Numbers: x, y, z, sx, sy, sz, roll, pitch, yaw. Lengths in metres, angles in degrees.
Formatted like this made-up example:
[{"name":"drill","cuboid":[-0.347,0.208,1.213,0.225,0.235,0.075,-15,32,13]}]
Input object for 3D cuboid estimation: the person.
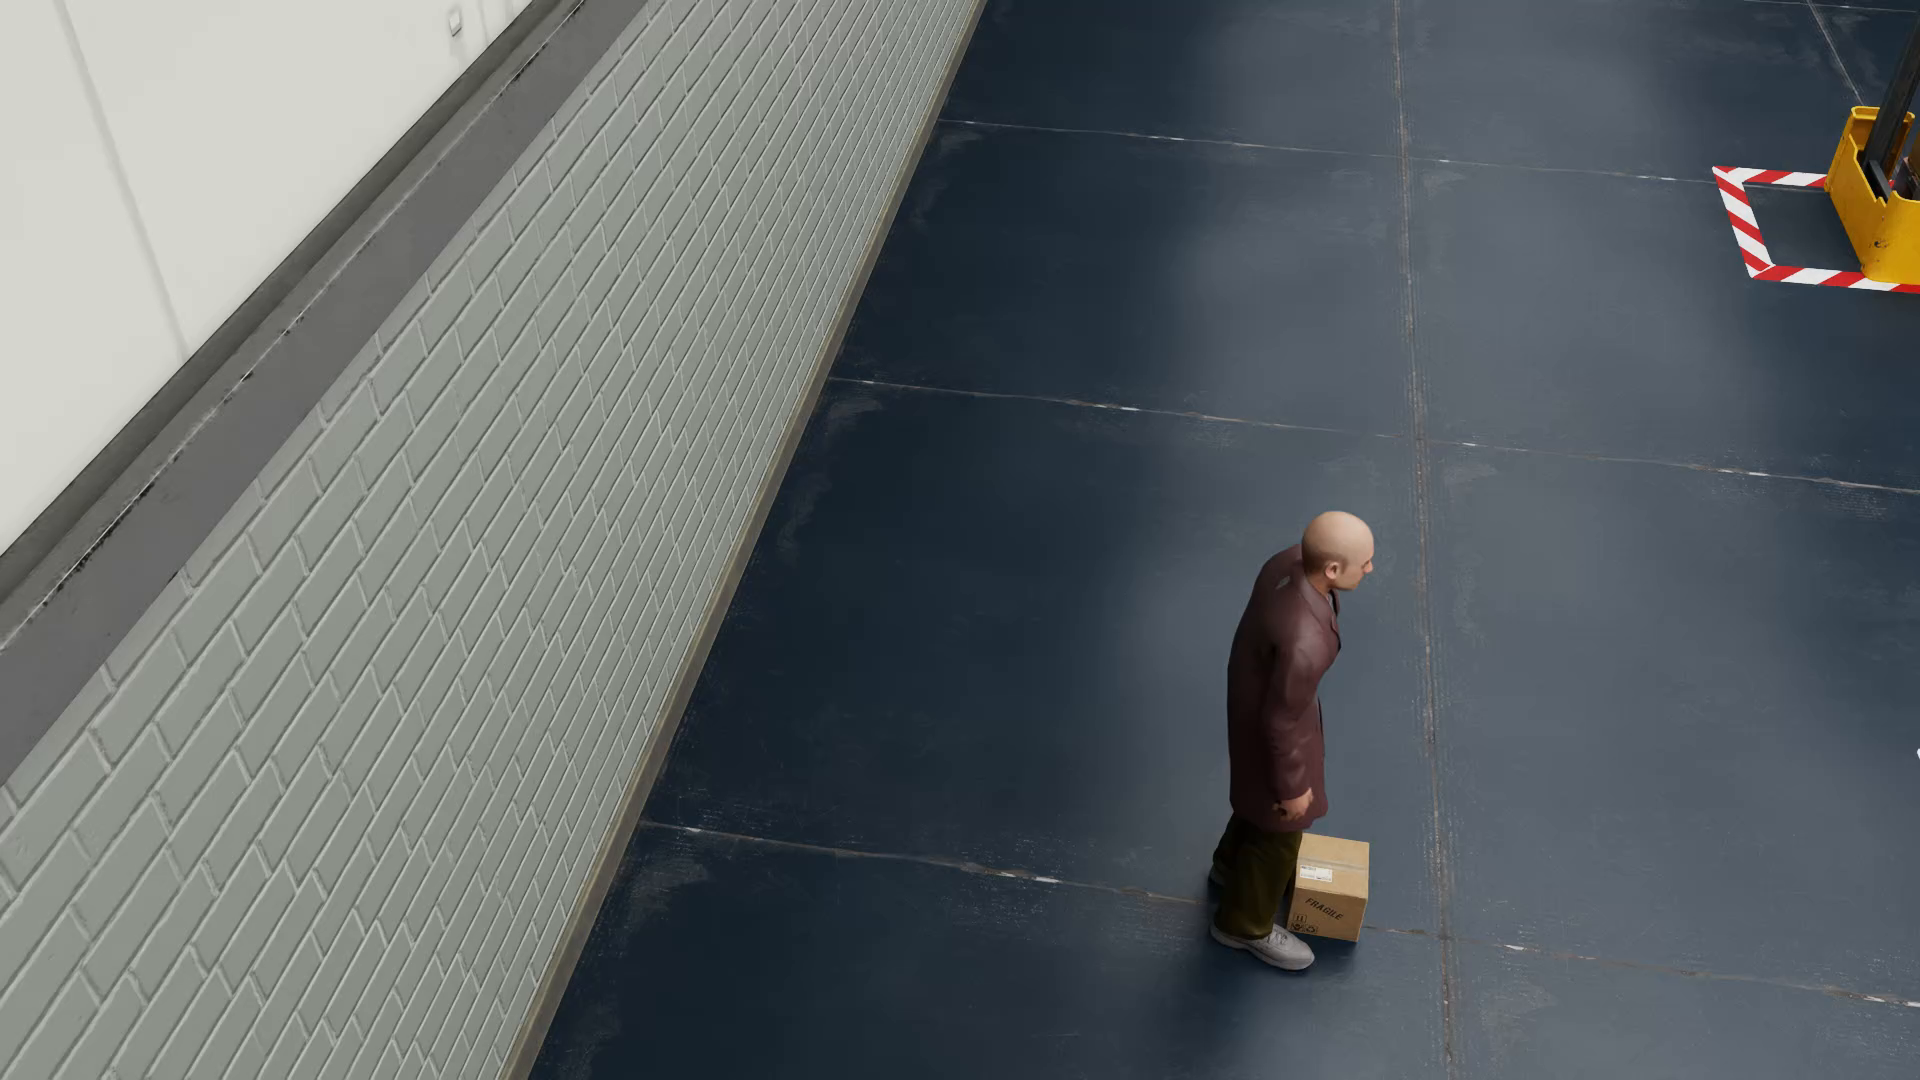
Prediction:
[{"name":"person","cuboid":[1.061,0.622,5.427,0.418,1.774,0.648,6,40,7]}]
